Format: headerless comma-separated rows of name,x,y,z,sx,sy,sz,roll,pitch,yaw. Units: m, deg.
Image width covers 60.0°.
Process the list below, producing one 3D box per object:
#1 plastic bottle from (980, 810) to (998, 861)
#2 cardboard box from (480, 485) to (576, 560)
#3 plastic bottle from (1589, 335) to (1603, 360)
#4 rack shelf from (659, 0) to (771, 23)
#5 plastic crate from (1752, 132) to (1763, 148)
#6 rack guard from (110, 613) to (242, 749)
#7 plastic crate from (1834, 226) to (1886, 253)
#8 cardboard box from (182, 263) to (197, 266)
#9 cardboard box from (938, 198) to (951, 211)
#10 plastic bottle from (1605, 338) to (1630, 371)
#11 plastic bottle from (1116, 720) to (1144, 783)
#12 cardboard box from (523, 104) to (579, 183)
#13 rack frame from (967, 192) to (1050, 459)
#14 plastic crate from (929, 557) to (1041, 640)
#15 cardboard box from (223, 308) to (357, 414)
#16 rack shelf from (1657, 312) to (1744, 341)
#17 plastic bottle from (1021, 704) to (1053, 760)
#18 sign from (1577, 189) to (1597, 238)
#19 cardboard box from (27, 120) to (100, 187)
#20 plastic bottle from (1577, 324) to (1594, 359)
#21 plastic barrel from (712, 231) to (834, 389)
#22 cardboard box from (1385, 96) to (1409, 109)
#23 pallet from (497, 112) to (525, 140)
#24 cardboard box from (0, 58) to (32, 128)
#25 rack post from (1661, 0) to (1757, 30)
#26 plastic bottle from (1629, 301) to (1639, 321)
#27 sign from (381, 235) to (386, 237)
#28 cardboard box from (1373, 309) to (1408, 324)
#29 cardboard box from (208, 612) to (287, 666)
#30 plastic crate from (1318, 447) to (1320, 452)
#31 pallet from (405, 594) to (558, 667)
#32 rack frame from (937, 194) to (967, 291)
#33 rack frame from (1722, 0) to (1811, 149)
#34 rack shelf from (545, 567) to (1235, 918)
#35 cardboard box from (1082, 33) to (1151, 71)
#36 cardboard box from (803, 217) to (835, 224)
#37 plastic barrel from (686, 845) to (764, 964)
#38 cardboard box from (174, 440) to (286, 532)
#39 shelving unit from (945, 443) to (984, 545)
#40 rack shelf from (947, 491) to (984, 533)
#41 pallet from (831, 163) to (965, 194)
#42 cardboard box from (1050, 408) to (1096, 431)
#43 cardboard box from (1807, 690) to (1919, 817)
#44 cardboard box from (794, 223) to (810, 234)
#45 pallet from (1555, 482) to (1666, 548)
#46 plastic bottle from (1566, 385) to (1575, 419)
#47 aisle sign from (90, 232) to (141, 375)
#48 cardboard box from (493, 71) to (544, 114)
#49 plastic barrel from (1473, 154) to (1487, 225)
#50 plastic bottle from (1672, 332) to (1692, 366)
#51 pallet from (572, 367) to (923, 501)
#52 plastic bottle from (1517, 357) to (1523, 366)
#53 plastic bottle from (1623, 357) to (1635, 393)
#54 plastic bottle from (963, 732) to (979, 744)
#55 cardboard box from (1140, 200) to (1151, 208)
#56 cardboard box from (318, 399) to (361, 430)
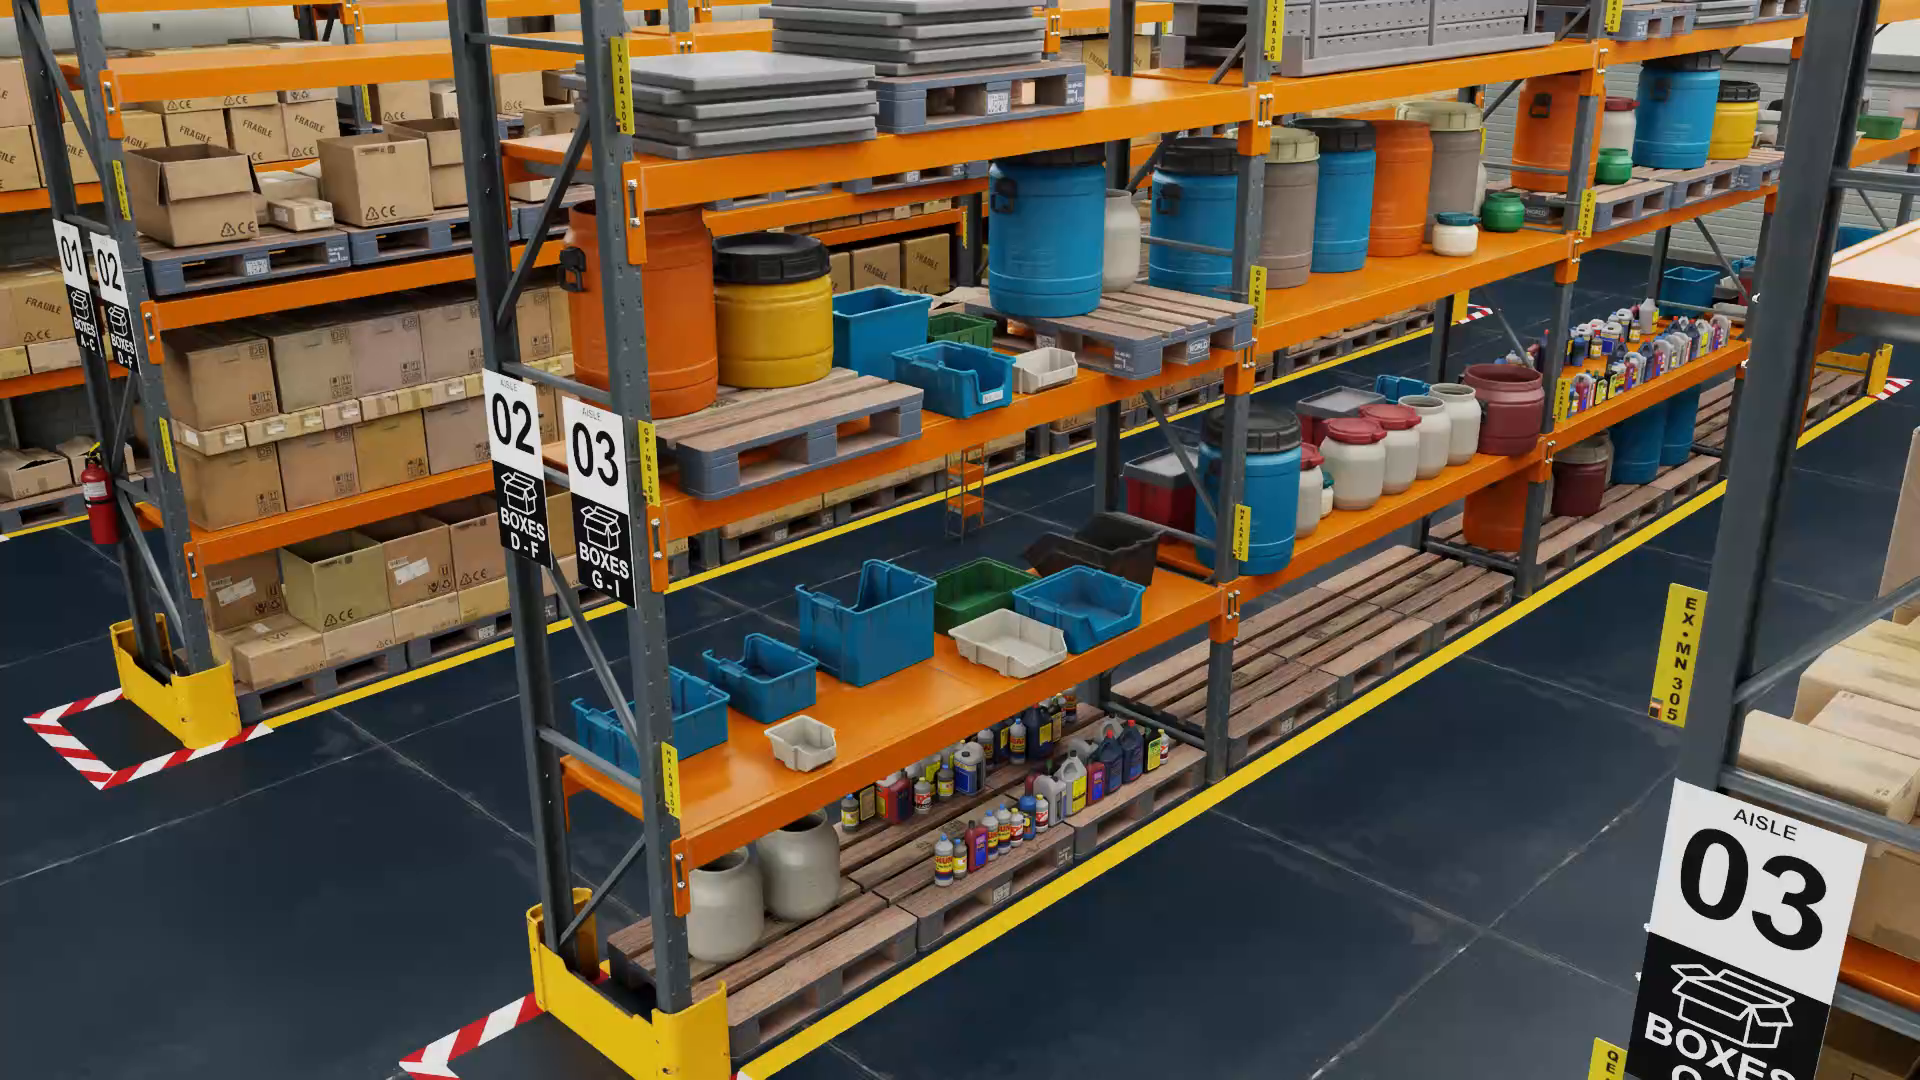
plastic bottle,0.155,1.568,8.866,0.097,0.271,0.097,0,21,0
cardboard box,-3.198,-0.127,12.287,0.500,0.500,0.500,19,28,41
plastic bottle,5.498,-1.668,14.373,0.097,0.201,0.097,0,21,0
rack shelf,-1.694,-6.352,19.480,1.077,0.370,4.000,19,28,41
plastic crate,7.414,-3.808,15.849,0.293,0.136,0.466,19,28,41
rack guard,-5.135,0.908,10.877,1.175,0.500,0.348,19,28,41
plastic crate,9.490,-3.049,17.554,0.616,0.435,0.499,19,28,41
cardboard box,-7.053,-2.232,14.698,0.500,0.500,0.500,-19,28,-40
cardboard box,-0.332,-4.323,21.324,0.380,0.149,0.250,20,28,41
plastic bottle,5.421,-1.488,13.695,0.144,0.351,0.185,19,28,41
plastic bottle,0.976,1.217,9.669,0.144,0.351,0.185,18,28,39
cardboard box,-2.868,-2.938,12.298,0.500,0.500,0.500,-17,27,-38
rack frame,0.462,-2.321,15.795,1.000,3.000,0.127,19,28,41
plastic crate,0.069,0.325,9.205,0.450,0.188,0.662,19,28,41
cardboard box,-4.384,-1.184,10.888,0.700,0.500,0.500,18,28,39
rack shelf,8.194,-2.287,16.708,1.077,0.370,4.000,19,28,41
plastic bottle,0.461,1.119,9.924,0.144,0.351,0.185,19,28,41
sign,4.408,-2.296,11.694,0.100,0.325,0.005,19,28,41
cardboard box,-7.498,-3.247,13.854,0.500,0.500,0.500,-19,28,-40
plastic bottle,5.396,-1.730,14.428,0.152,0.276,0.135,19,28,41
plastic barrel,-0.868,-1.033,7.414,0.600,0.588,0.600,0,21,0
cardboard box,4.817,-5.128,19.124,0.500,0.250,0.500,19,28,41
pallet,-4.651,-4.244,16.877,1.213,0.211,1.003,19,28,41
cardboard box,-7.841,-3.581,13.330,0.500,0.500,0.500,19,28,40
rack post,5.478,-4.123,12.819,0.954,0.300,0.937,-17,26,-36
plastic bottle,6.145,-2.032,15.206,0.061,0.283,0.133,19,28,41
sign,-5.486,-2.802,15.839,0.100,0.325,0.005,19,28,41
cardboard box,5.156,-2.861,20.419,0.500,0.250,0.500,19,28,41
cardboard box,-4.956,0.611,11.413,0.500,0.250,0.500,19,28,41
plastic crate,2.231,-0.472,11.278,0.450,0.188,0.662,19,28,41
pallet,-3.764,0.518,12.295,1.003,0.211,1.213,19,28,41
rack frame,-0.299,-4.588,21.693,1.000,3.000,0.127,19,28,41
rack frame,6.799,-4.909,14.165,1.000,3.000,0.127,19,28,41
rack shelf,-0.177,0.798,8.683,1.077,0.370,4.000,19,28,41
cardboard box,1.483,-4.607,16.029,0.500,0.500,0.500,19,28,41
cardboard box,-1.848,-4.075,19.776,0.500,0.500,0.500,19,28,40
plastic barrel,-1.168,1.753,8.077,0.421,0.512,0.421,0,21,0
cardboard box,-4.784,-0.428,10.730,0.700,0.500,0.500,19,28,41
shelving unit,0.037,-0.504,13.784,0.215,1.050,0.252,19,28,41
rack shelf,0.037,-0.234,13.887,0.215,0.259,0.240,19,28,41
pallet,-0.725,-3.148,14.028,1.213,0.211,1.003,-19,28,-40
cardboard box,0.985,-1.405,16.282,0.500,0.500,0.500,-19,28,-40
cardboard box,2.212,0.512,3.895,0.380,0.149,0.250,18,27,39
cardboard box,-2.004,-3.753,19.842,0.250,0.149,0.380,-19,28,-41
pallet,5.380,-0.304,14.433,1.003,0.211,1.213,19,28,41
plastic bottle,4.643,-1.074,12.728,0.097,0.271,0.097,0,21,0
aisle sign,-4.945,-1.385,9.734,0.394,0.787,0.004,19,28,41
cardboard box,-4.581,-4.612,16.849,0.500,0.500,0.500,18,27,39
plastic barrel,3.573,-2.530,12.000,0.421,0.512,0.421,0,21,0
plastic bottle,6.149,-1.645,14.208,0.152,0.276,0.135,19,28,41
pallet,-0.925,-0.524,7.202,1.003,0.211,1.213,19,28,41
plastic bottle,4.579,-1.408,13.696,0.097,0.201,0.097,0,21,0
plastic bottle,5.381,-1.342,13.410,0.061,0.283,0.133,19,28,41
plastic bottle,0.081,1.194,9.821,0.133,0.283,0.061,-19,28,-40
cardboard box,2.328,-3.334,17.704,0.500,0.500,0.700,-15,26,-34
cardboard box,-4.155,-0.858,10.944,0.380,0.149,0.250,19,28,40
